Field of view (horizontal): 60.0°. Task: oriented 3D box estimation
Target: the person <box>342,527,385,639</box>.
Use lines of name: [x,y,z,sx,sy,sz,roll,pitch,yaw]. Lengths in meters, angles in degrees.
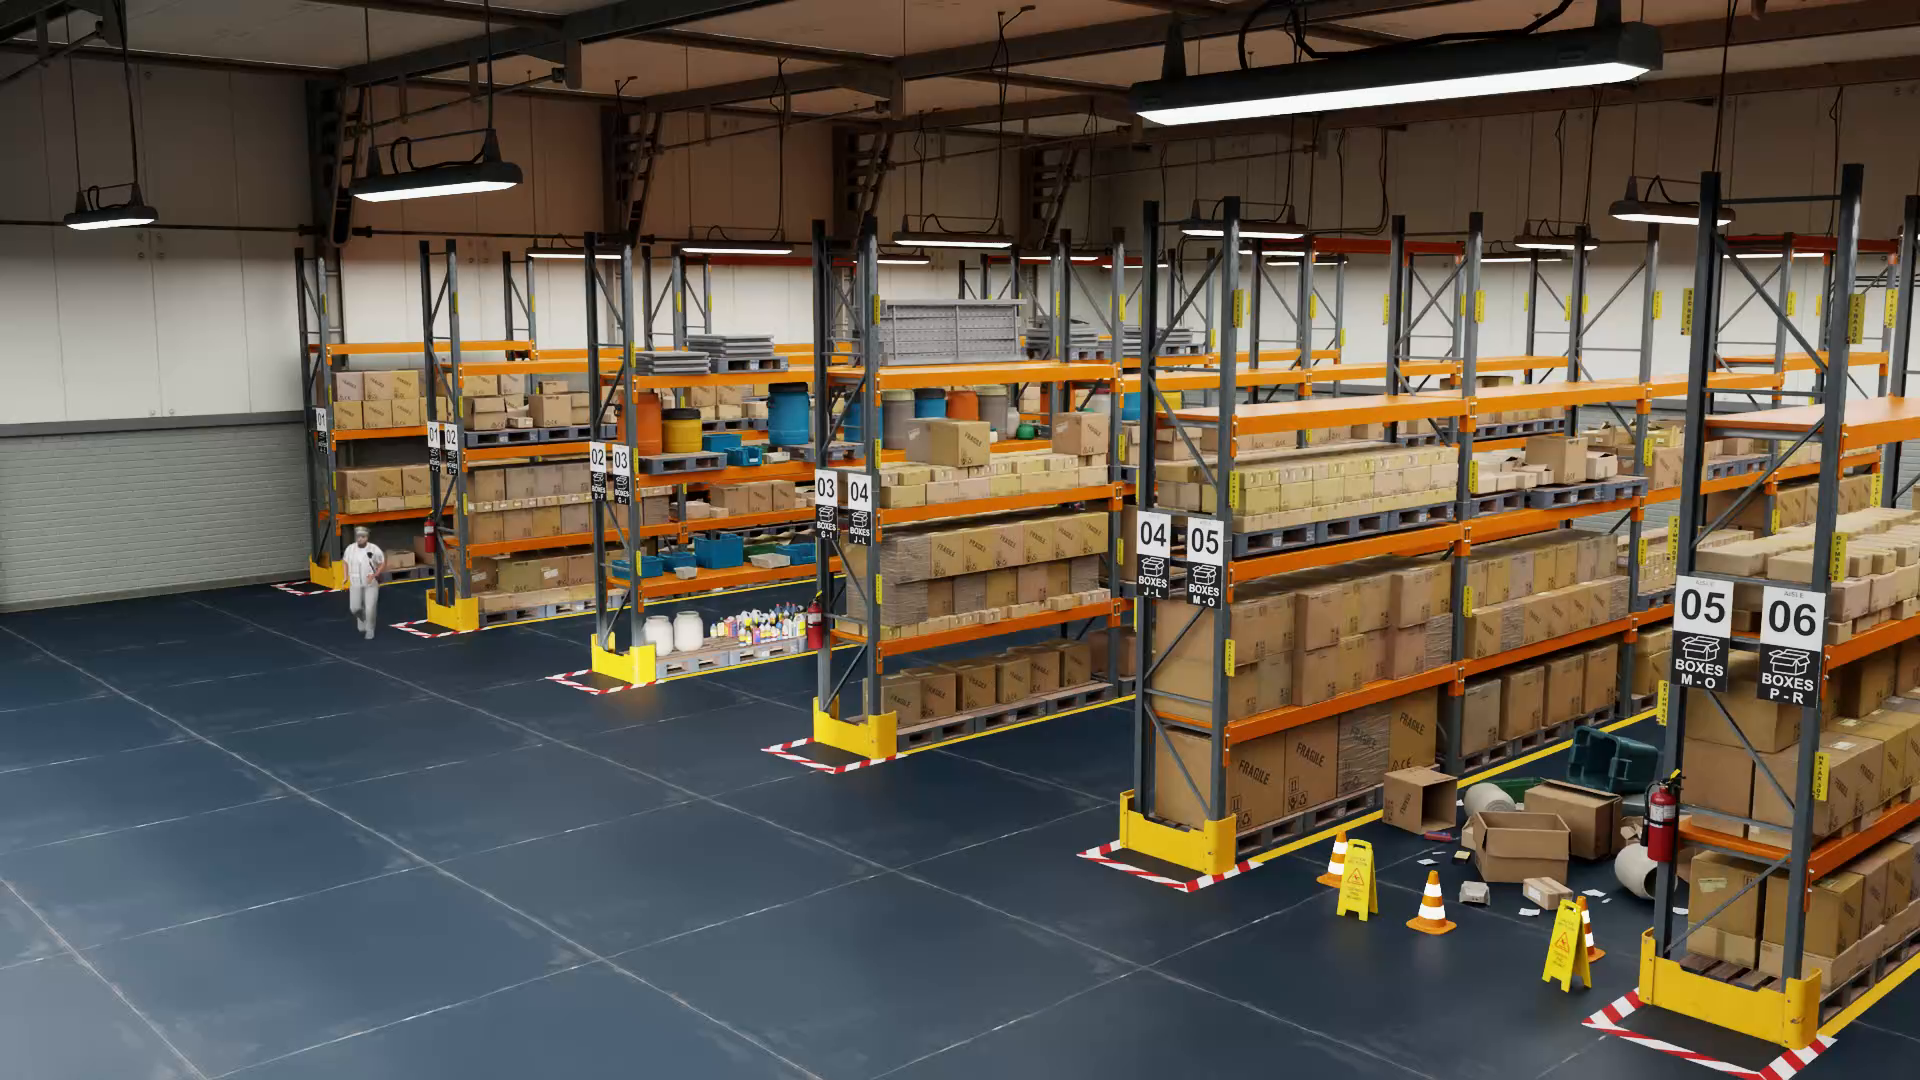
person: [-9.008,0.645,25.098,0.649,1.729,0.636,-1,8,-8]
